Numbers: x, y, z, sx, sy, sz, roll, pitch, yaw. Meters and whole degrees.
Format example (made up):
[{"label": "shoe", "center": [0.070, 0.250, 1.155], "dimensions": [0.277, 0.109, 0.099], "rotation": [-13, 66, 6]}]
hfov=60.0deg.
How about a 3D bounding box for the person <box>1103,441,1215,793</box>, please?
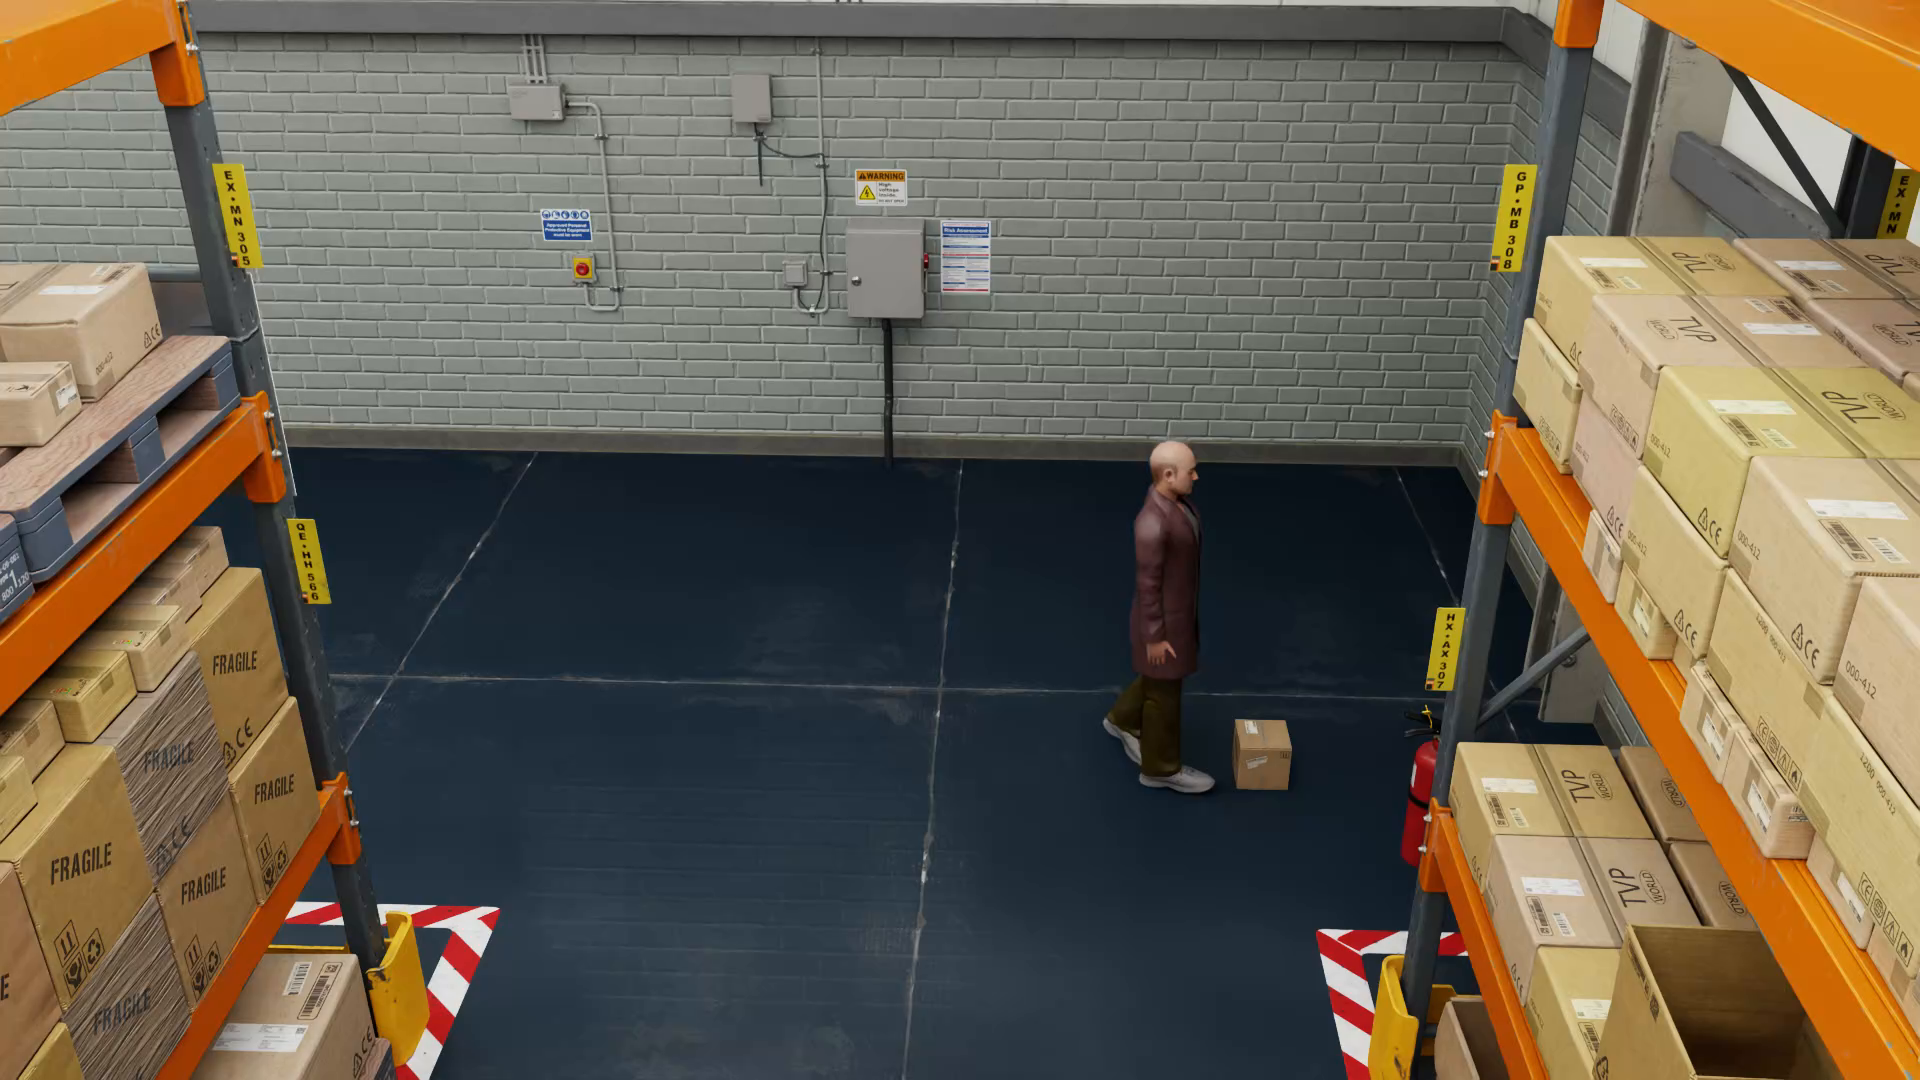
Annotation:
[{"label": "person", "center": [0.973, 0.375, 7.915], "dimensions": [0.630, 1.796, 0.608], "rotation": [8, 29, 15]}]
